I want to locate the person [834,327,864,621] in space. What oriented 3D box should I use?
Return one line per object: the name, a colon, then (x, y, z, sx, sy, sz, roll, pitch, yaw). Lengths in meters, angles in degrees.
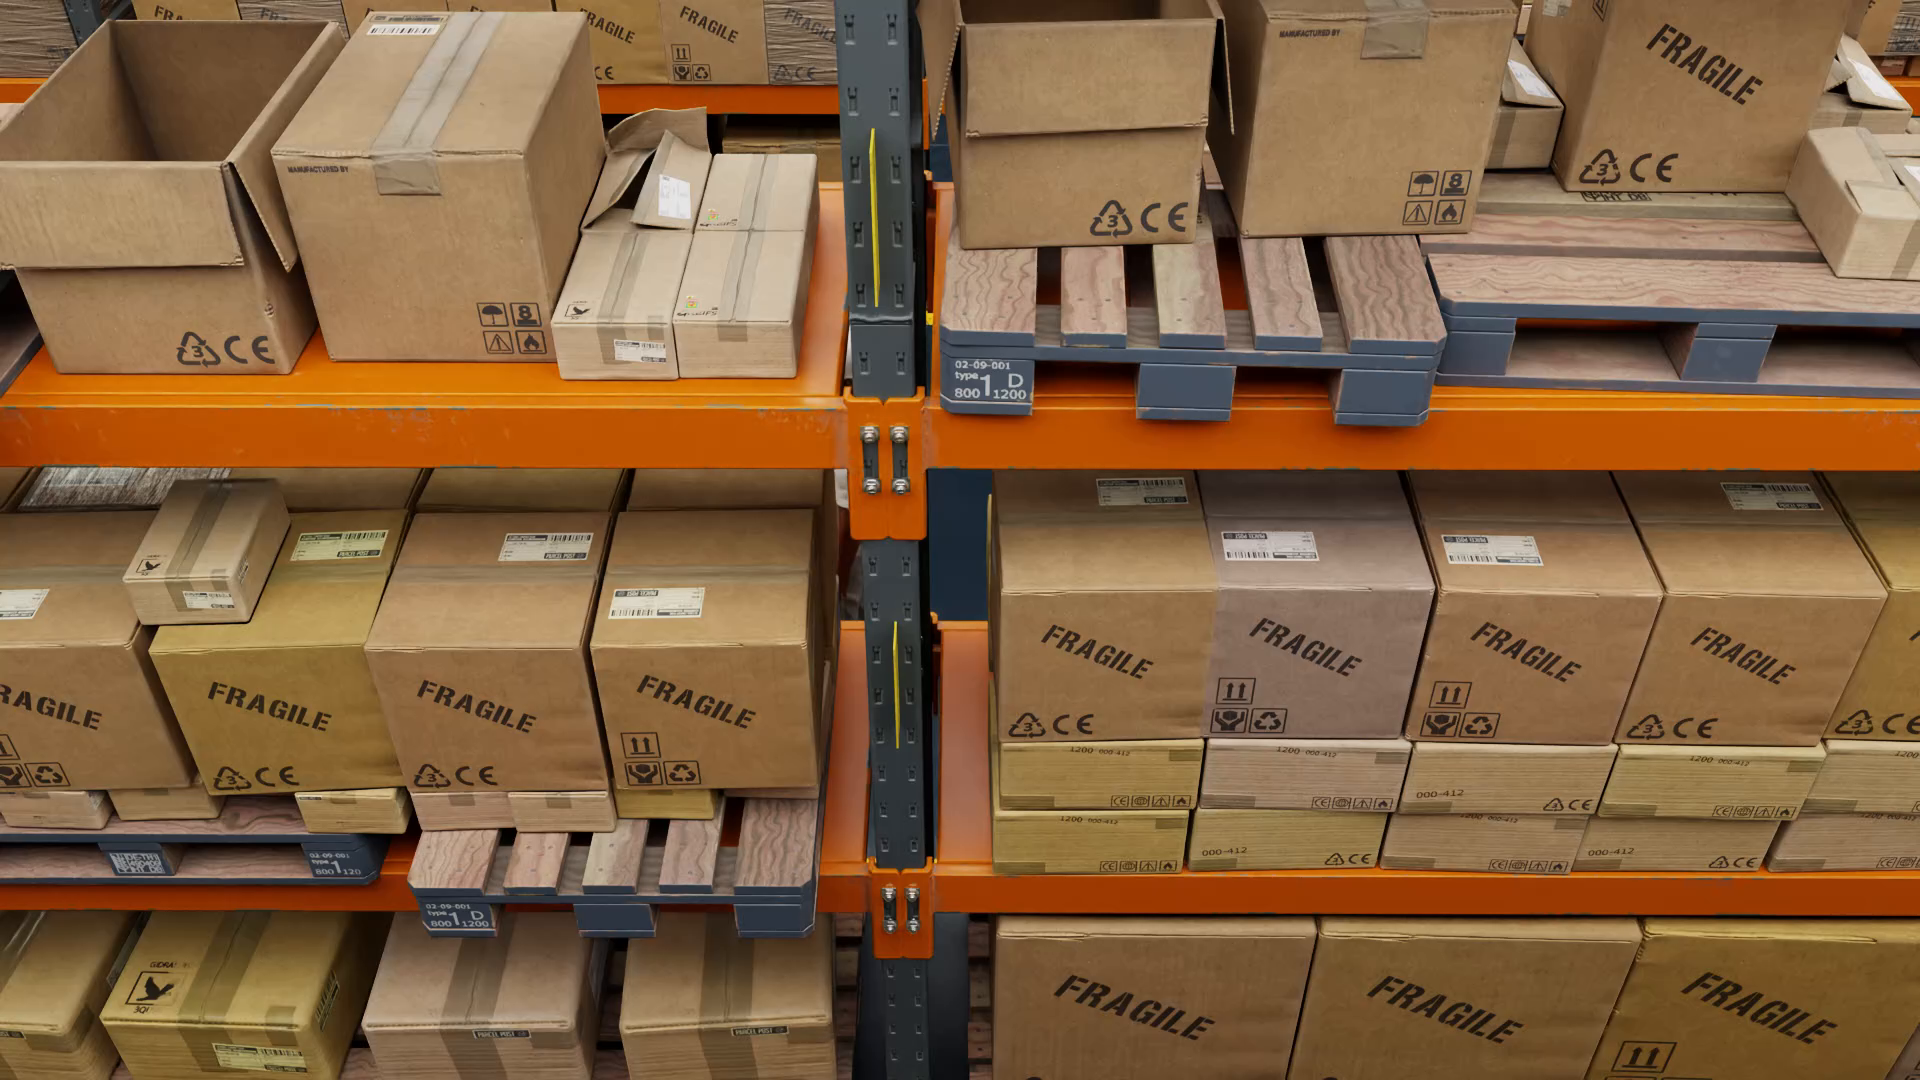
person: (-0.432, -0.039, 6.194, 0.371, 1.767, 0.565, -1, 39, -1)
